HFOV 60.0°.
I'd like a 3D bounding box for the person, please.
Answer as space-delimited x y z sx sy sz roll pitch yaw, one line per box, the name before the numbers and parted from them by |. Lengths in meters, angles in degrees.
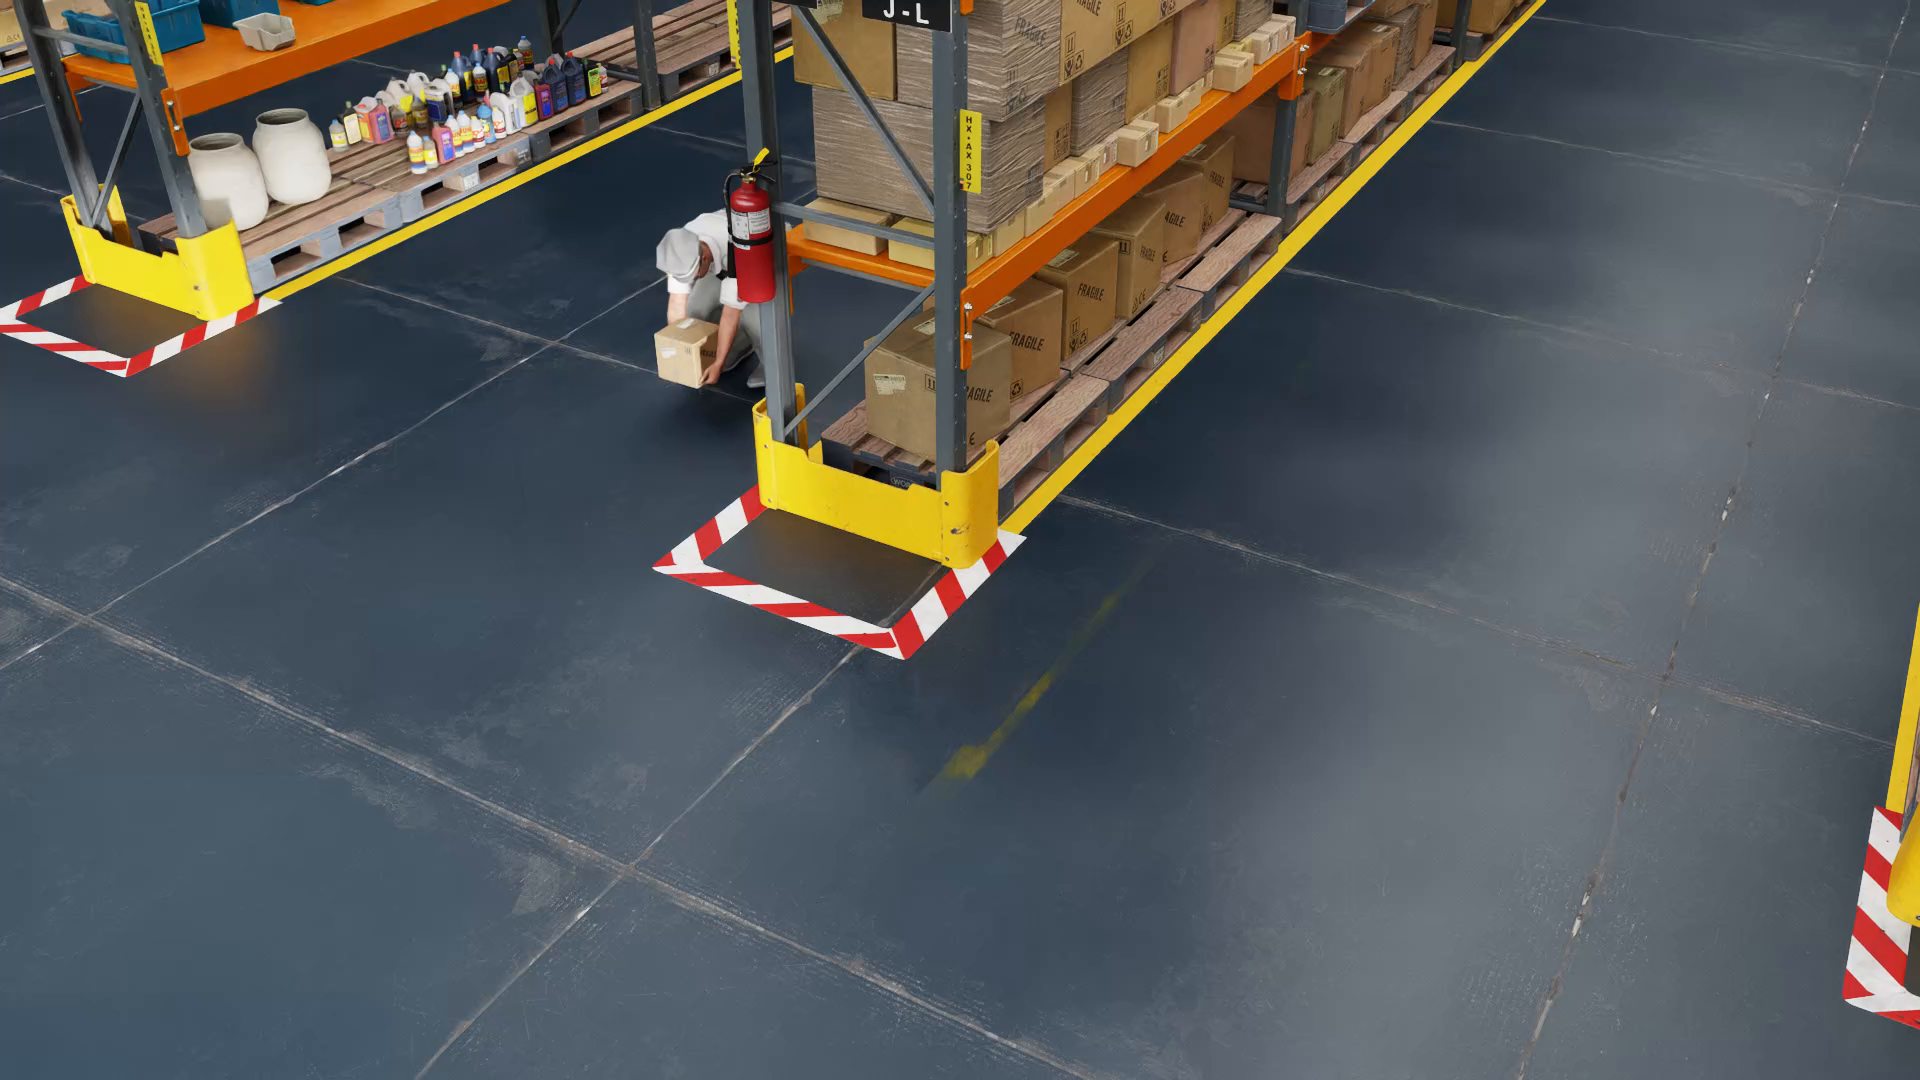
person | -1.216 -1.277 8.698 0.526 1.018 1.010 16 37 23
